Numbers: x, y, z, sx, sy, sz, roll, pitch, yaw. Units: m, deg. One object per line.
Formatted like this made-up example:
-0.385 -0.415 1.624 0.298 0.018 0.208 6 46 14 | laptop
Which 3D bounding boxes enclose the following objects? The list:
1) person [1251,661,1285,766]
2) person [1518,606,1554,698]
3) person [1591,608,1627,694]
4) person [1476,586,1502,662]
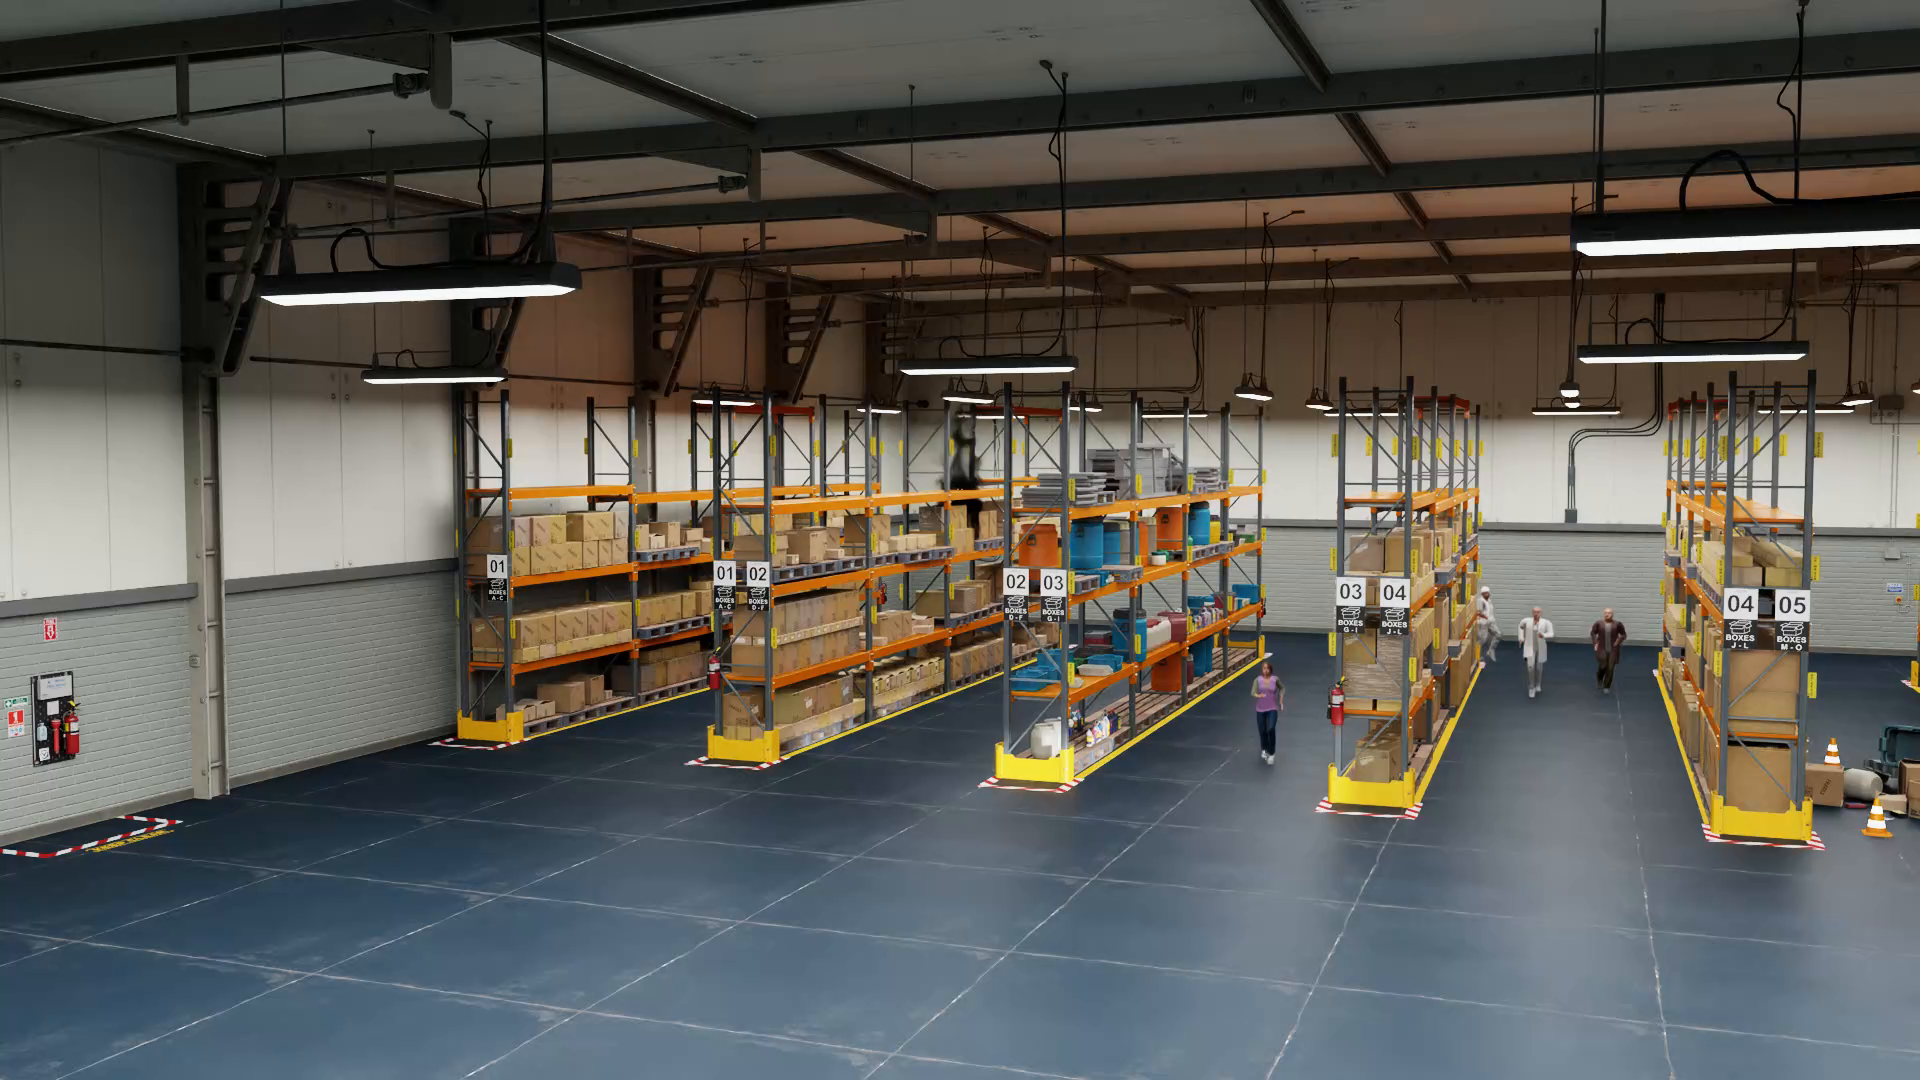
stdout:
4.882 2.754 26.422 0.507 1.627 0.702 1 3 17 | person
11.664 2.258 33.690 0.668 1.845 0.936 1 3 16 | person
13.226 2.264 33.923 0.693 1.746 0.654 1 3 22 | person
12.337 1.976 39.043 0.666 1.792 0.695 3 4 39 | person
